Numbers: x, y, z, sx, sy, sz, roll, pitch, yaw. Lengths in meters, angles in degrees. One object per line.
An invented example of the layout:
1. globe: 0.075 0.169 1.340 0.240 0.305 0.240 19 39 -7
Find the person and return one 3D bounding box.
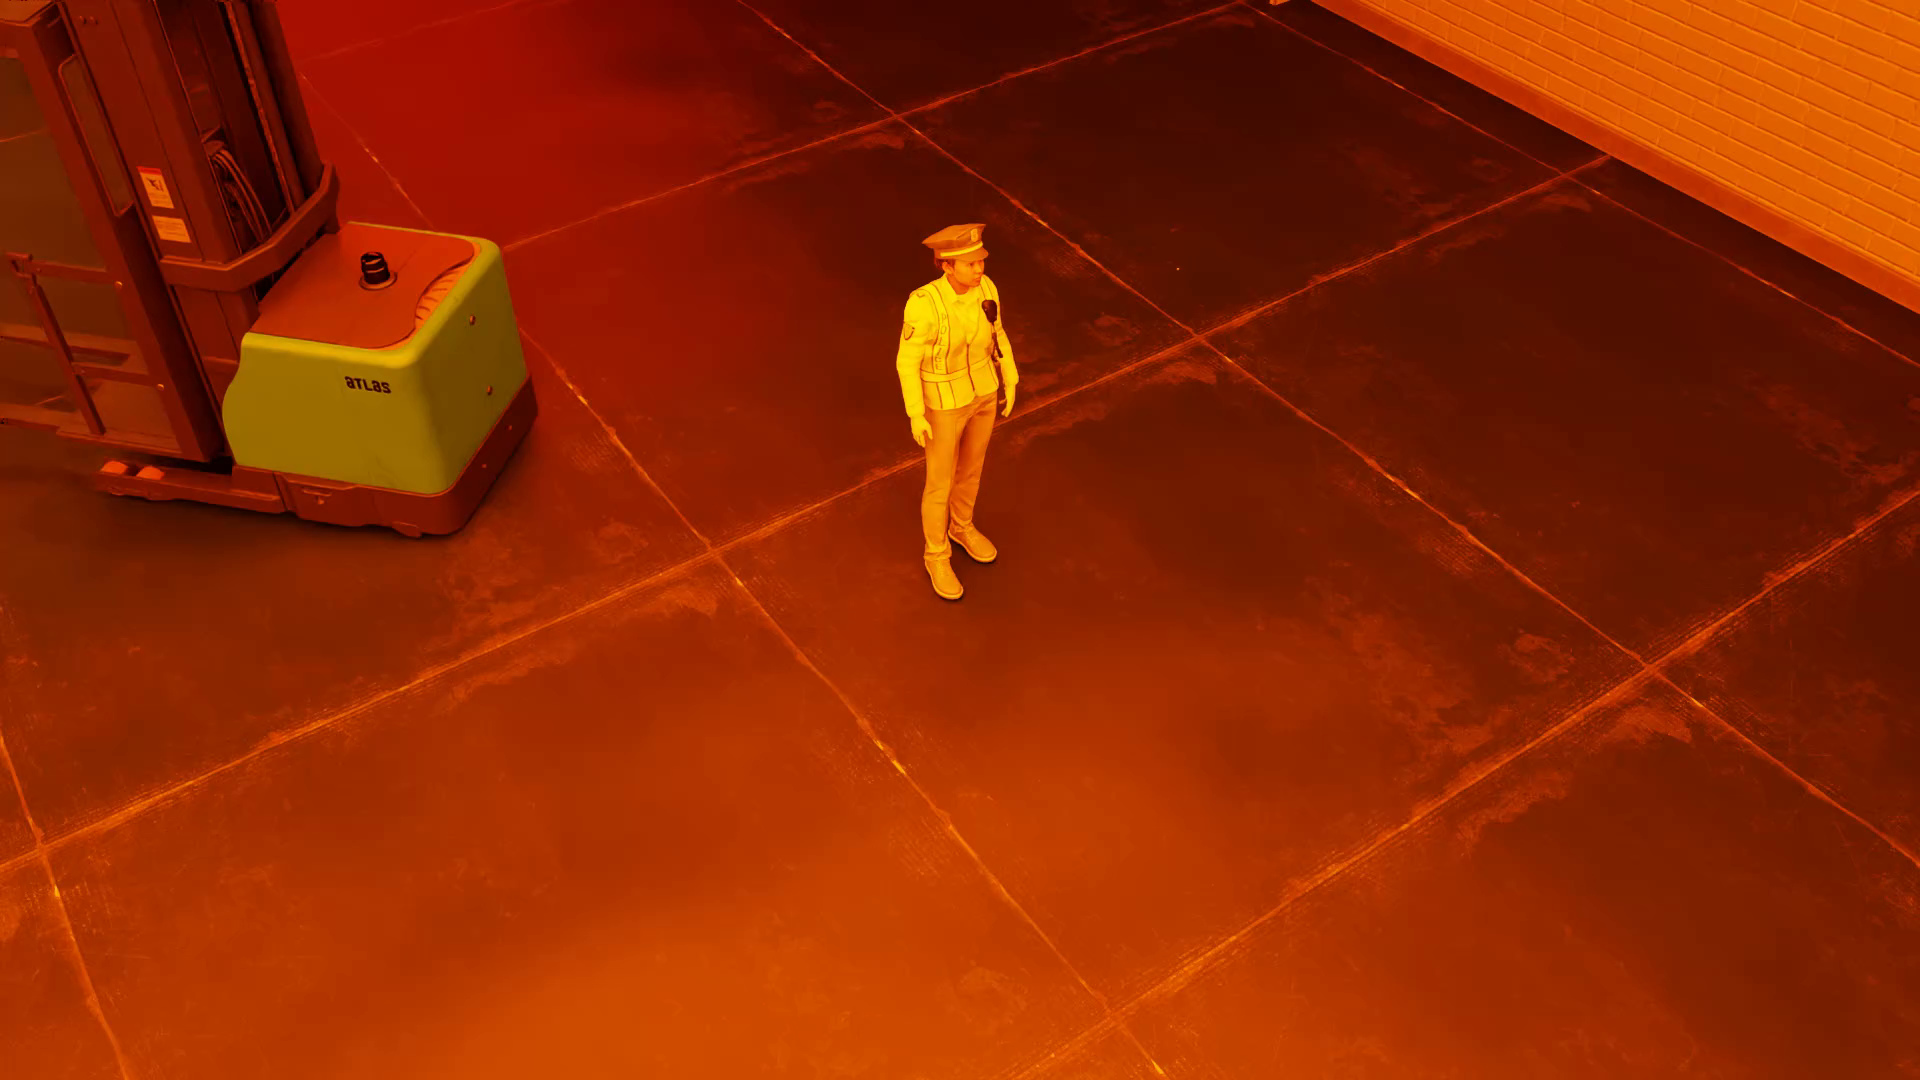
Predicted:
1. person: 0.033 -0.588 7.255 0.586 1.694 0.532 -25 48 -25

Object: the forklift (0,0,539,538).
1. forklift: -3.722 -1.608 7.460 3.031 2.935 1.130 9 43 9
